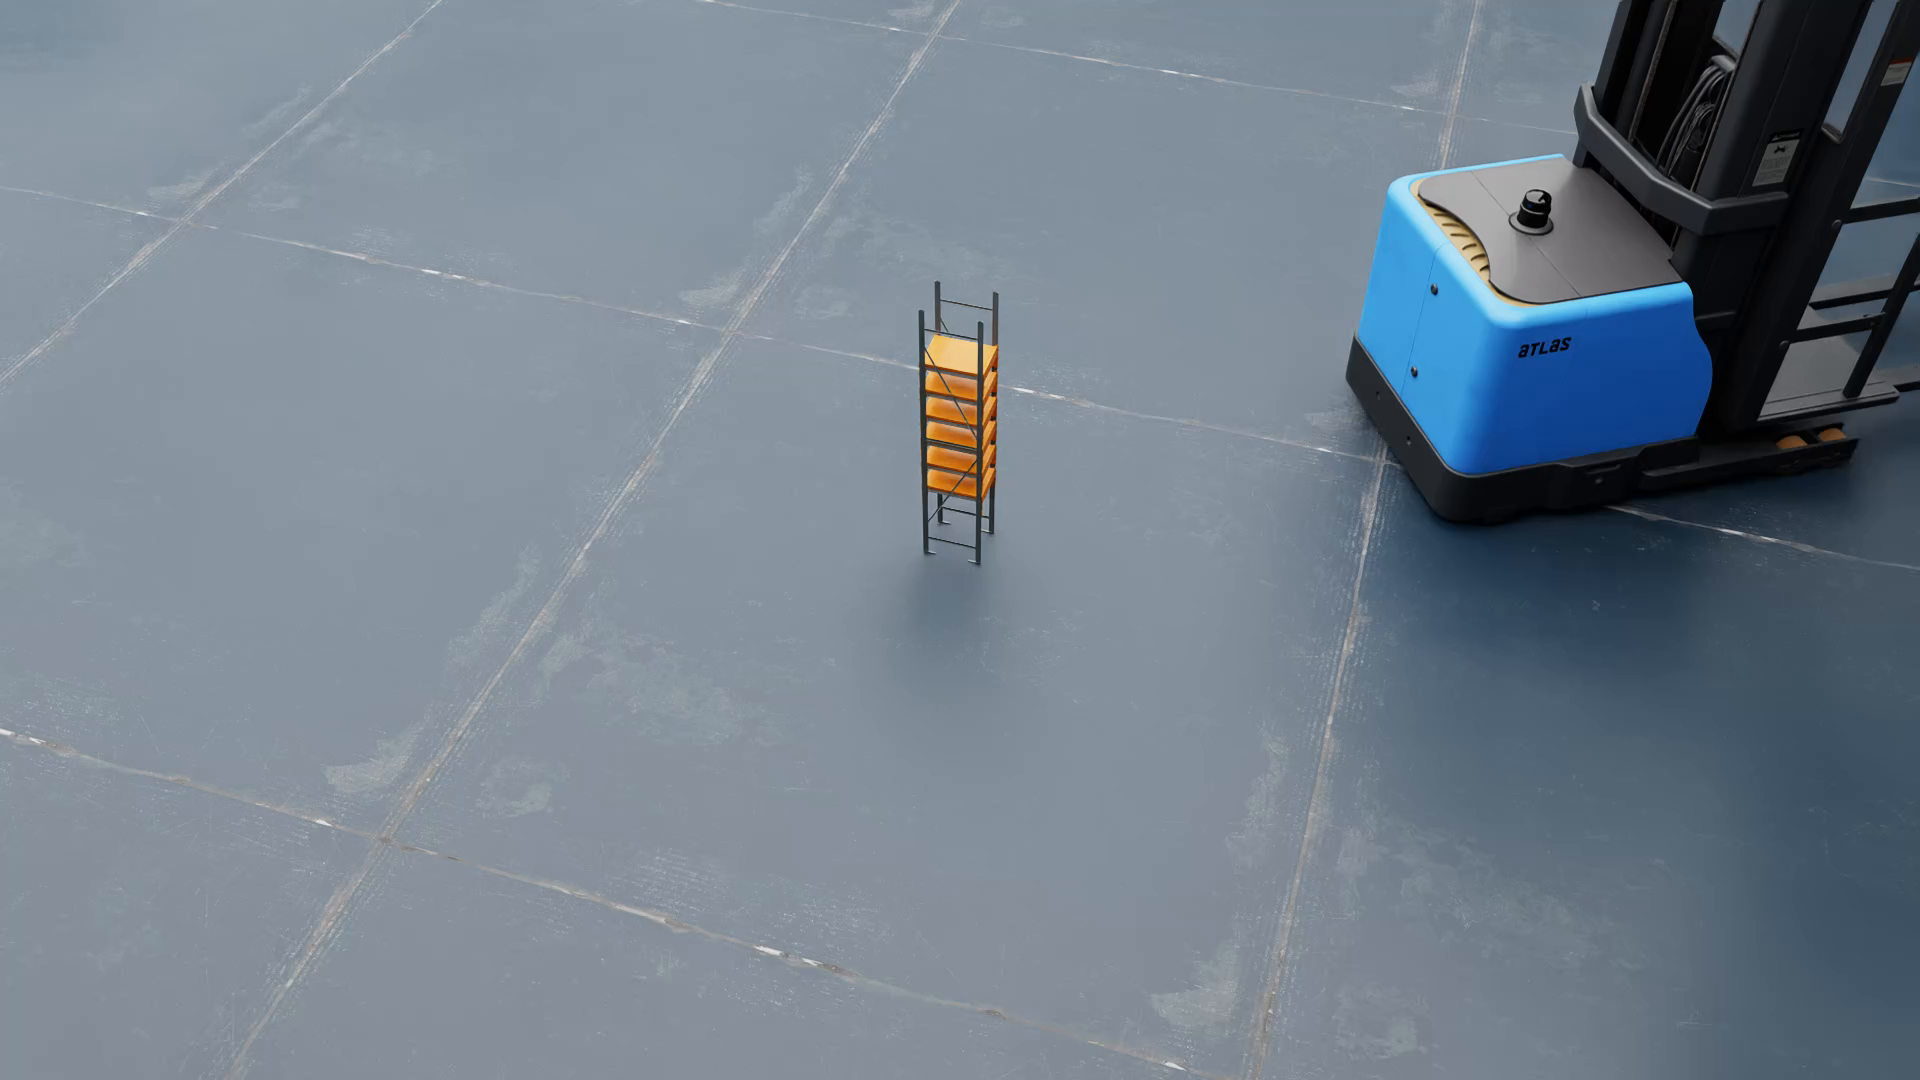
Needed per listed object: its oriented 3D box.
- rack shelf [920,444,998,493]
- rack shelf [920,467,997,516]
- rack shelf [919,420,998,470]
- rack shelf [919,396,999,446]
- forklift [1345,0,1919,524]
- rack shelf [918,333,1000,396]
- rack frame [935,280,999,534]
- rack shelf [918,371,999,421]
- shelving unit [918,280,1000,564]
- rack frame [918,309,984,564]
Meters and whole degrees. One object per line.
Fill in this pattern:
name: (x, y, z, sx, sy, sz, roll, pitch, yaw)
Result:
rack shelf: (-0.004, -0.302, 6.436, 0.258, 0.103, 0.180, 13, 46, 12)
rack shelf: (-0.004, -0.216, 6.519, 0.258, 0.103, 0.180, 13, 46, 12)
rack shelf: (-0.004, -0.387, 6.352, 0.258, 0.103, 0.180, 13, 46, 12)
rack shelf: (-0.004, -0.473, 6.268, 0.258, 0.103, 0.180, 13, 46, 12)
forklift: (3.286, -1.673, 6.364, 3.031, 2.935, 1.130, -10, 45, -10)
rack shelf: (-0.004, -0.645, 6.100, 0.258, 0.103, 0.180, 13, 46, 12)
rack frame: (0.023, -0.480, 6.383, 0.240, 1.200, 0.006, 13, 46, 12)
rack shelf: (-0.004, -0.559, 6.184, 0.258, 0.103, 0.180, 13, 46, 12)
shelving unit: (-0.004, -0.419, 6.321, 0.258, 1.200, 0.189, 13, 46, 12)
rack frame: (-0.032, -0.358, 6.258, 0.240, 1.200, 0.006, 13, 46, 12)
